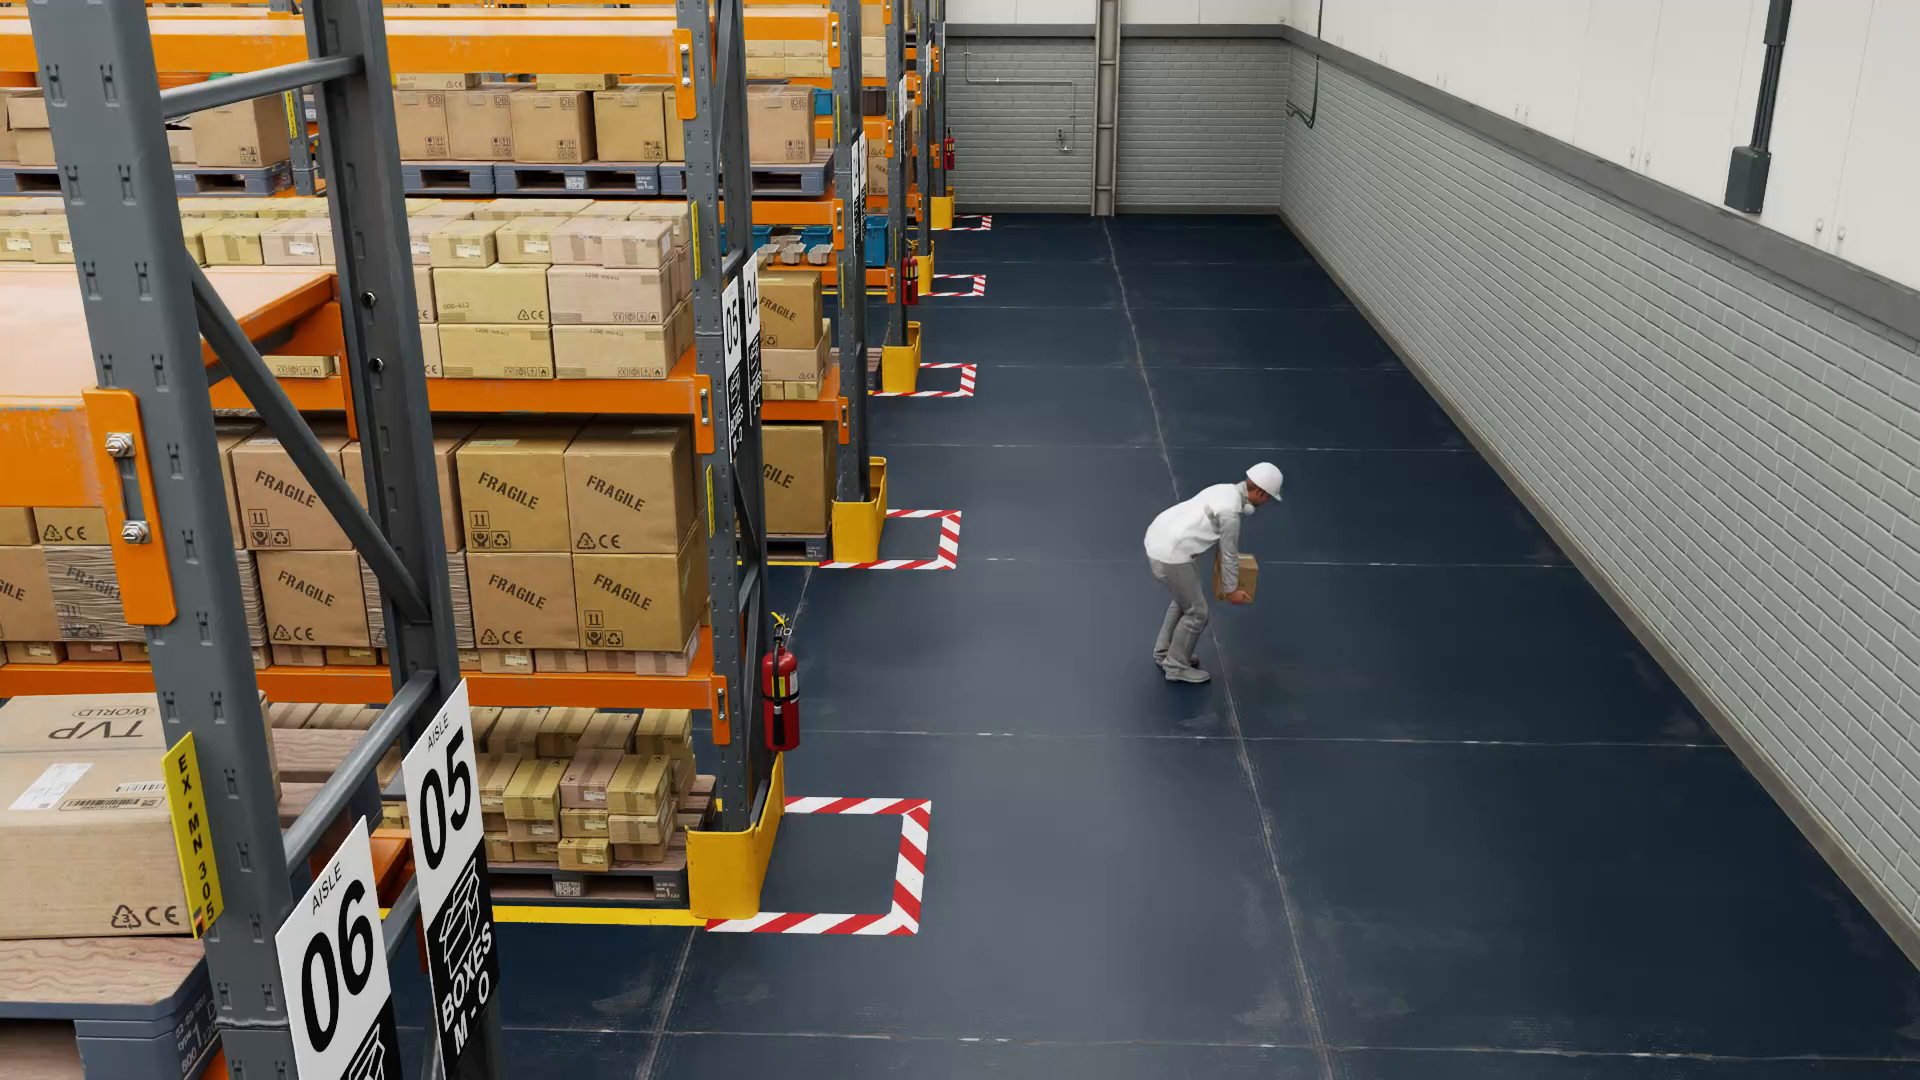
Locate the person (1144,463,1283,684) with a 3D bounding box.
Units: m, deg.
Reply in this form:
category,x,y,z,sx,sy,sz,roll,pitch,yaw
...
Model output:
category,x,y,z,sx,sy,sz,roll,pitch,yaw
person,1.647,0.197,10.945,0.870,1.477,0.467,0,21,0
